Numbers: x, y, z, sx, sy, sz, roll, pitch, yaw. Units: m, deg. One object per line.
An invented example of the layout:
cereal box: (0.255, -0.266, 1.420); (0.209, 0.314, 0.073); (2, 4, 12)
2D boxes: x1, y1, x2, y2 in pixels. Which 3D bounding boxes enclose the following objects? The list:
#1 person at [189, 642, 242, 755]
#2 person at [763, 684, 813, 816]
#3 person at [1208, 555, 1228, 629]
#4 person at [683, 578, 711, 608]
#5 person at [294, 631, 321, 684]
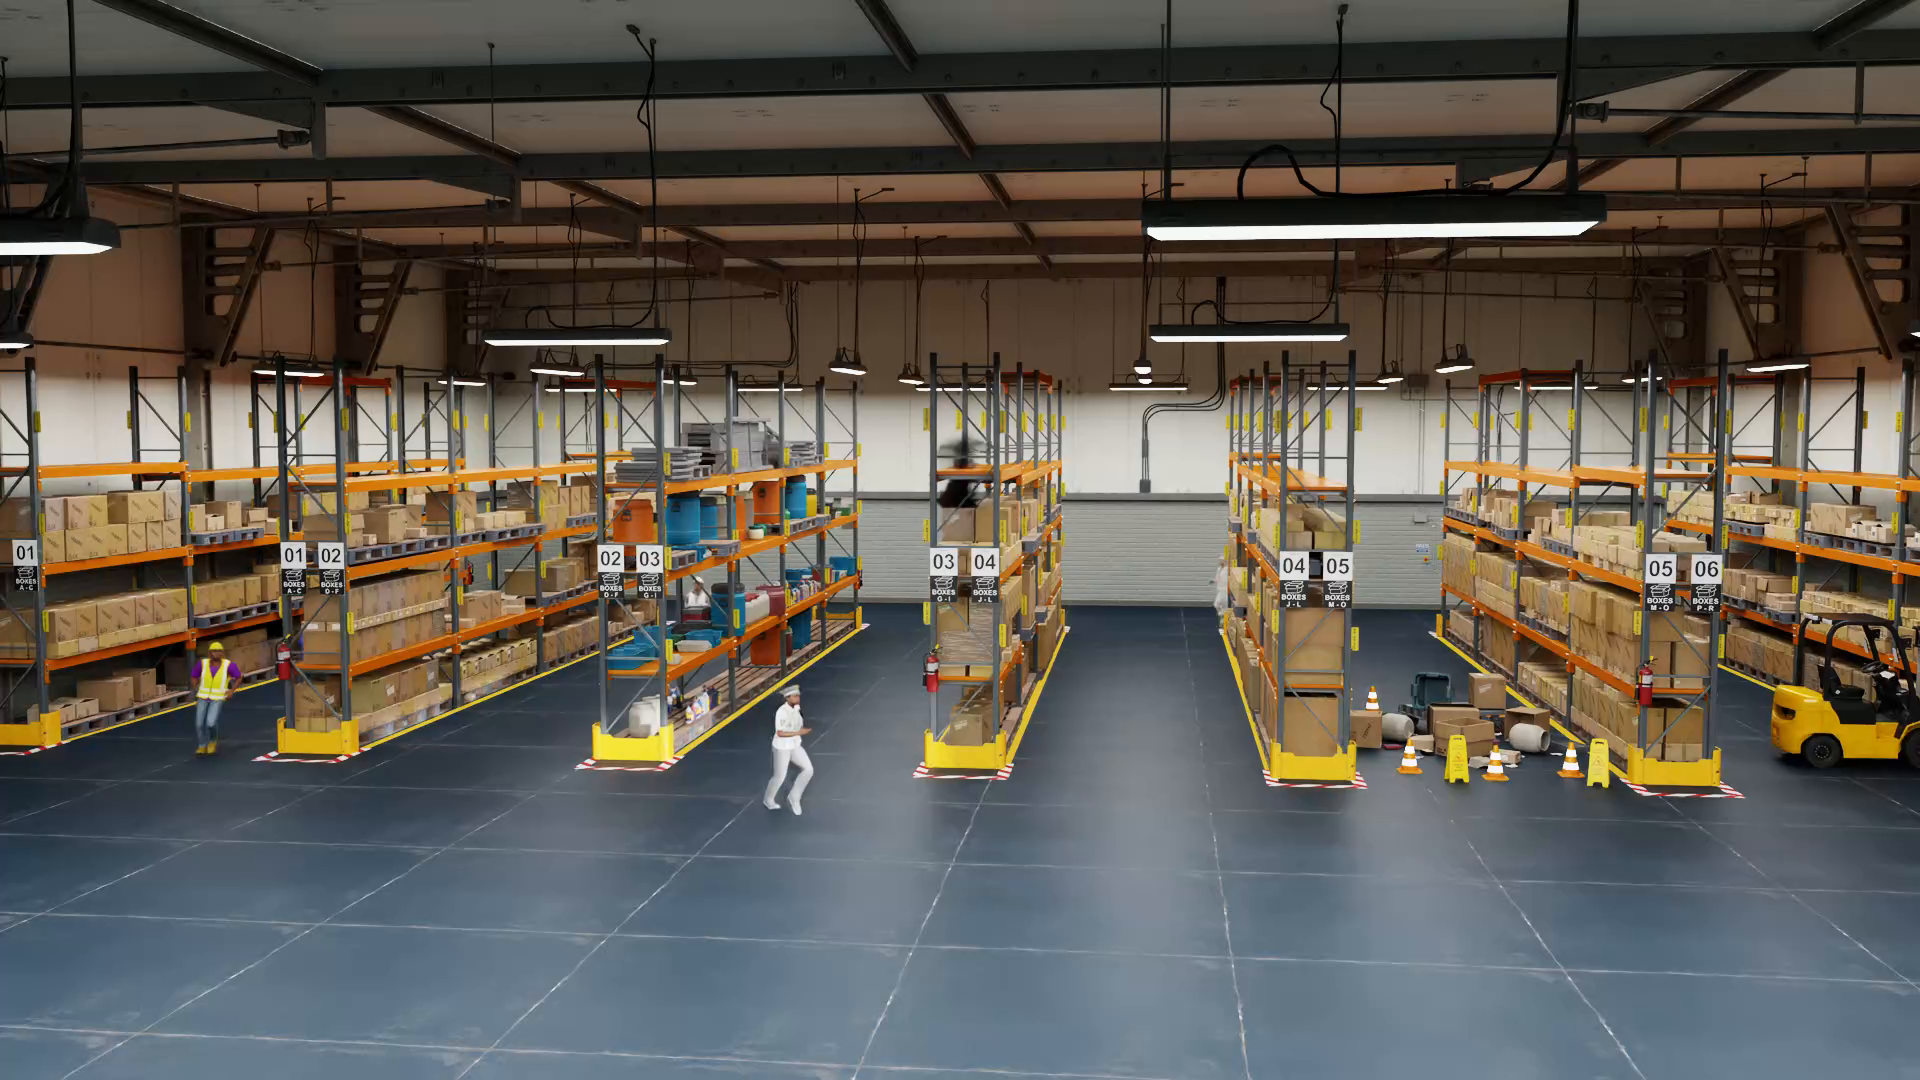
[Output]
person: (-11.210, 2.383, 24.964); (0.703, 1.708, 0.598); (-1, 4, -8)
person: (-2.194, 2.663, 21.209); (0.805, 1.688, 0.602); (3, 5, 32)
person: (6.395, 1.271, 40.369); (0.722, 1.839, 0.697); (-1, 4, -19)
person: (-5.500, 1.662, 34.917); (0.669, 1.745, 0.860); (0, 4, 2)
person: (-11.174, 2.184, 28.575); (0.581, 1.551, 0.932); (1, 4, 9)
